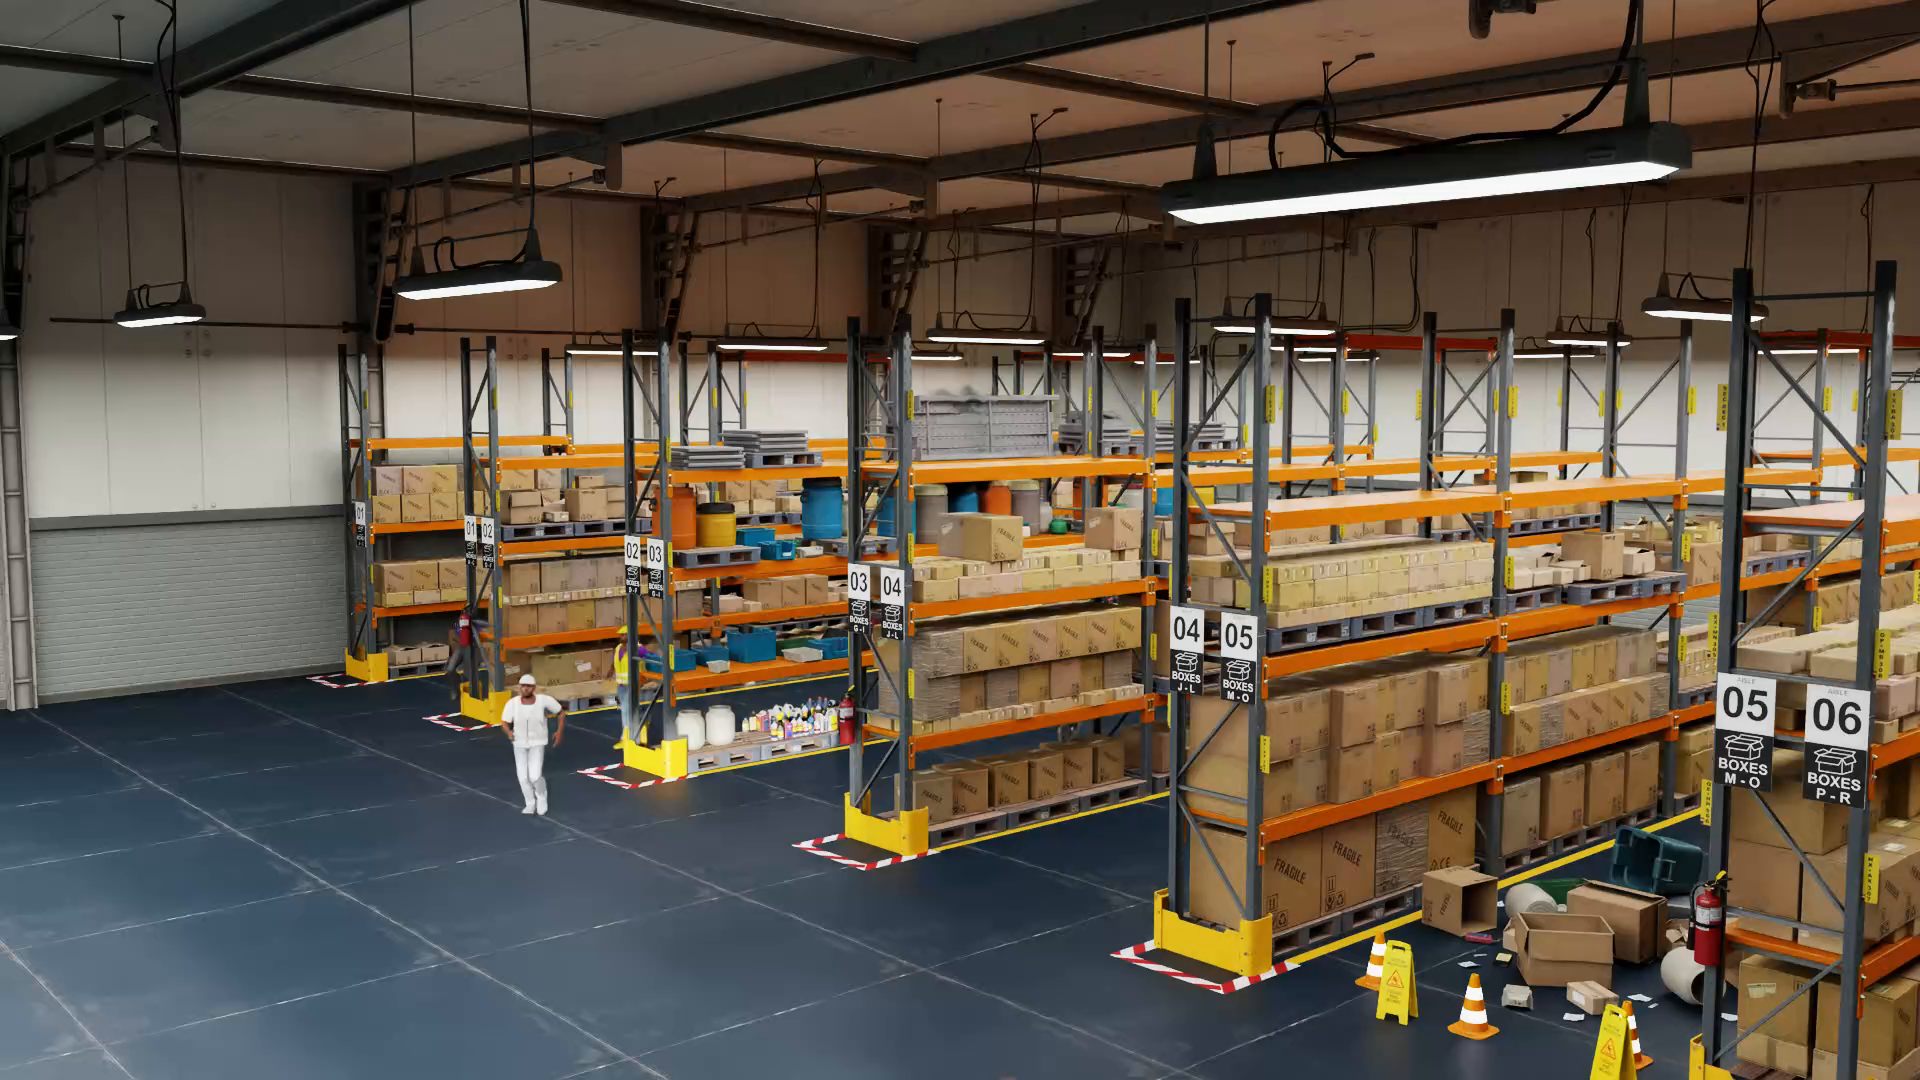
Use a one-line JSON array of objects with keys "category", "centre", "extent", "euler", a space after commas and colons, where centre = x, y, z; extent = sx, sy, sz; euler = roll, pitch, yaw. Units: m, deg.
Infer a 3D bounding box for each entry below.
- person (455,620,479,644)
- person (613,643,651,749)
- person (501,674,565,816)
[{"category": "person", "centre": [-8.194, 1.501, 27.705], "extent": [0.532, 0.507, 0.389], "euler": [3, 6, 30]}, {"category": "person", "centre": [-4.804, 2.245, 24.323], "extent": [0.428, 1.510, 0.849], "euler": [3, 6, 29]}, {"category": "person", "centre": [-5.194, 2.493, 20.132], "extent": [0.729, 1.746, 0.639], "euler": [0, 5, -1]}]
